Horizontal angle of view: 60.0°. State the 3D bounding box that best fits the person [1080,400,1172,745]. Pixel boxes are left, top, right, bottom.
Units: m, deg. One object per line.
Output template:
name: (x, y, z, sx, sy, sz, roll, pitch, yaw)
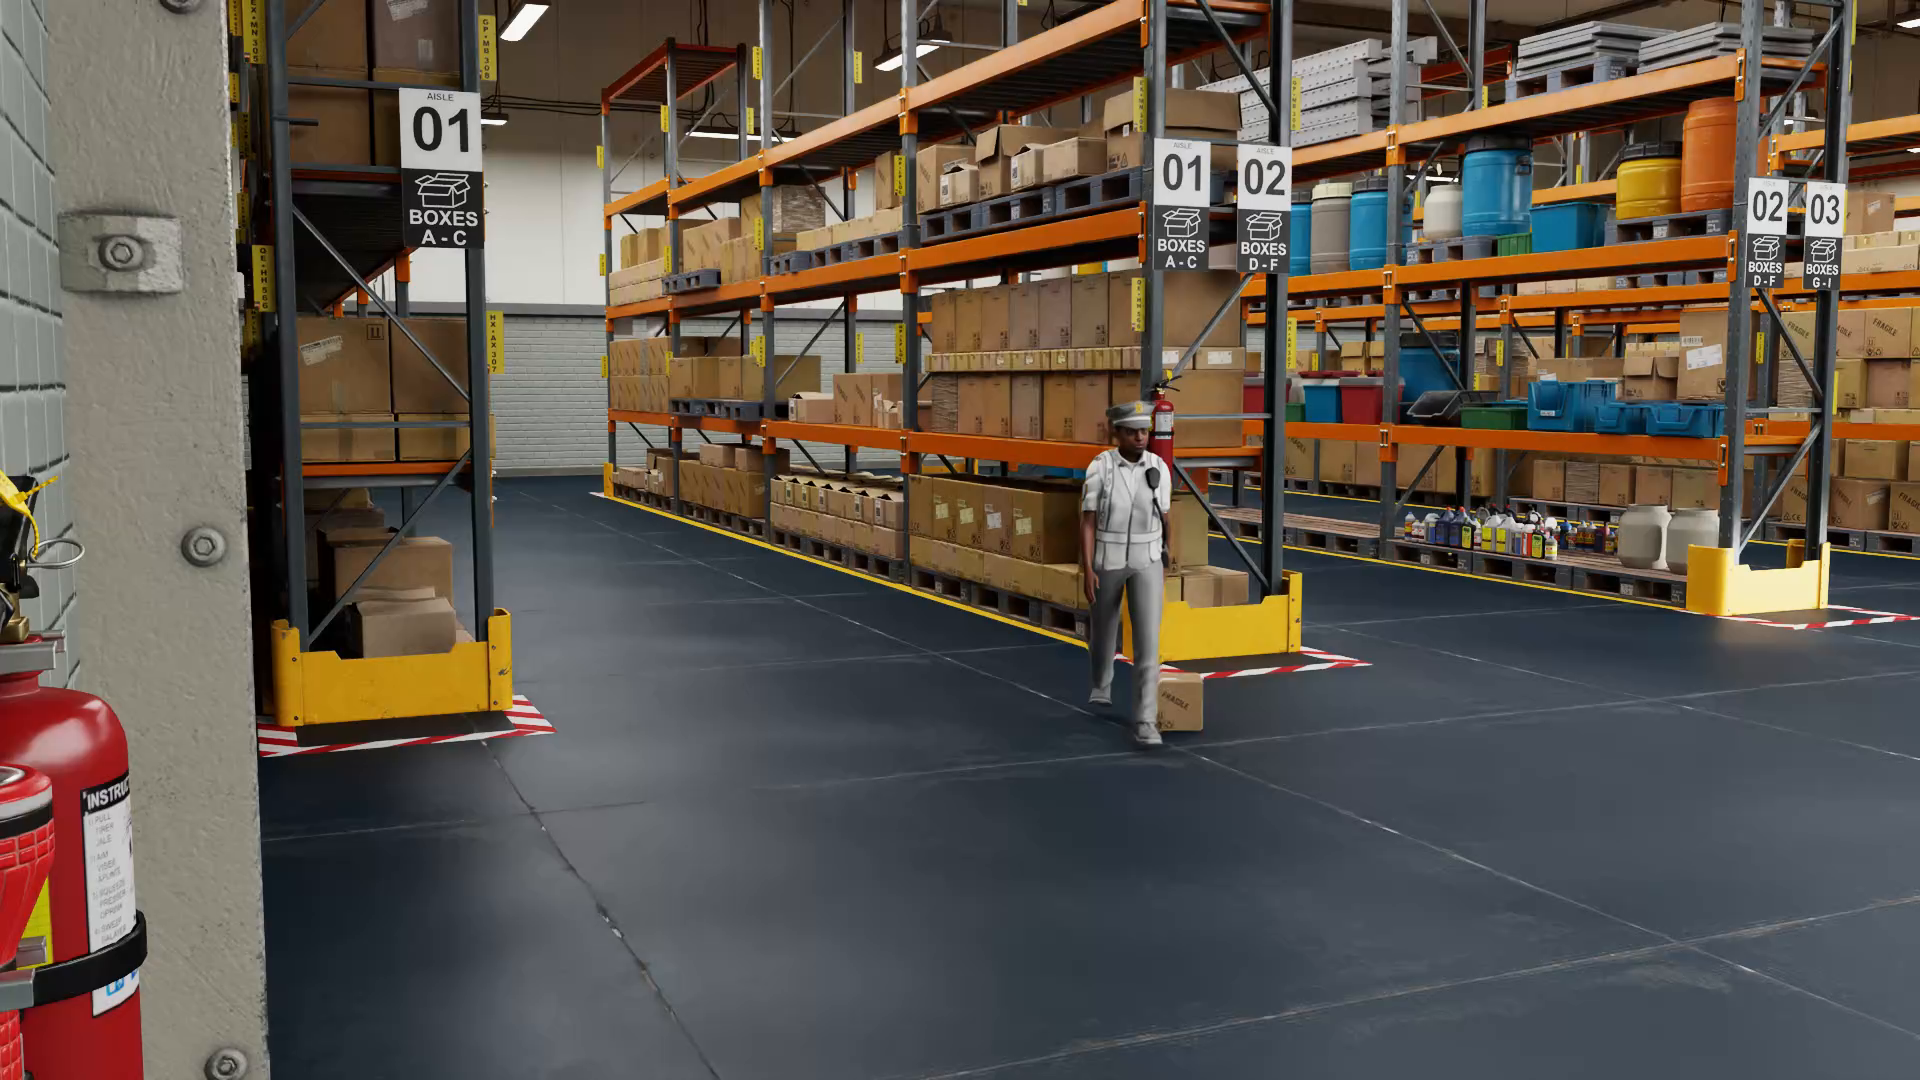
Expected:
person: (0.807, 0.124, 8.113, 0.454, 1.609, 1.068, 0, 6, 2)
